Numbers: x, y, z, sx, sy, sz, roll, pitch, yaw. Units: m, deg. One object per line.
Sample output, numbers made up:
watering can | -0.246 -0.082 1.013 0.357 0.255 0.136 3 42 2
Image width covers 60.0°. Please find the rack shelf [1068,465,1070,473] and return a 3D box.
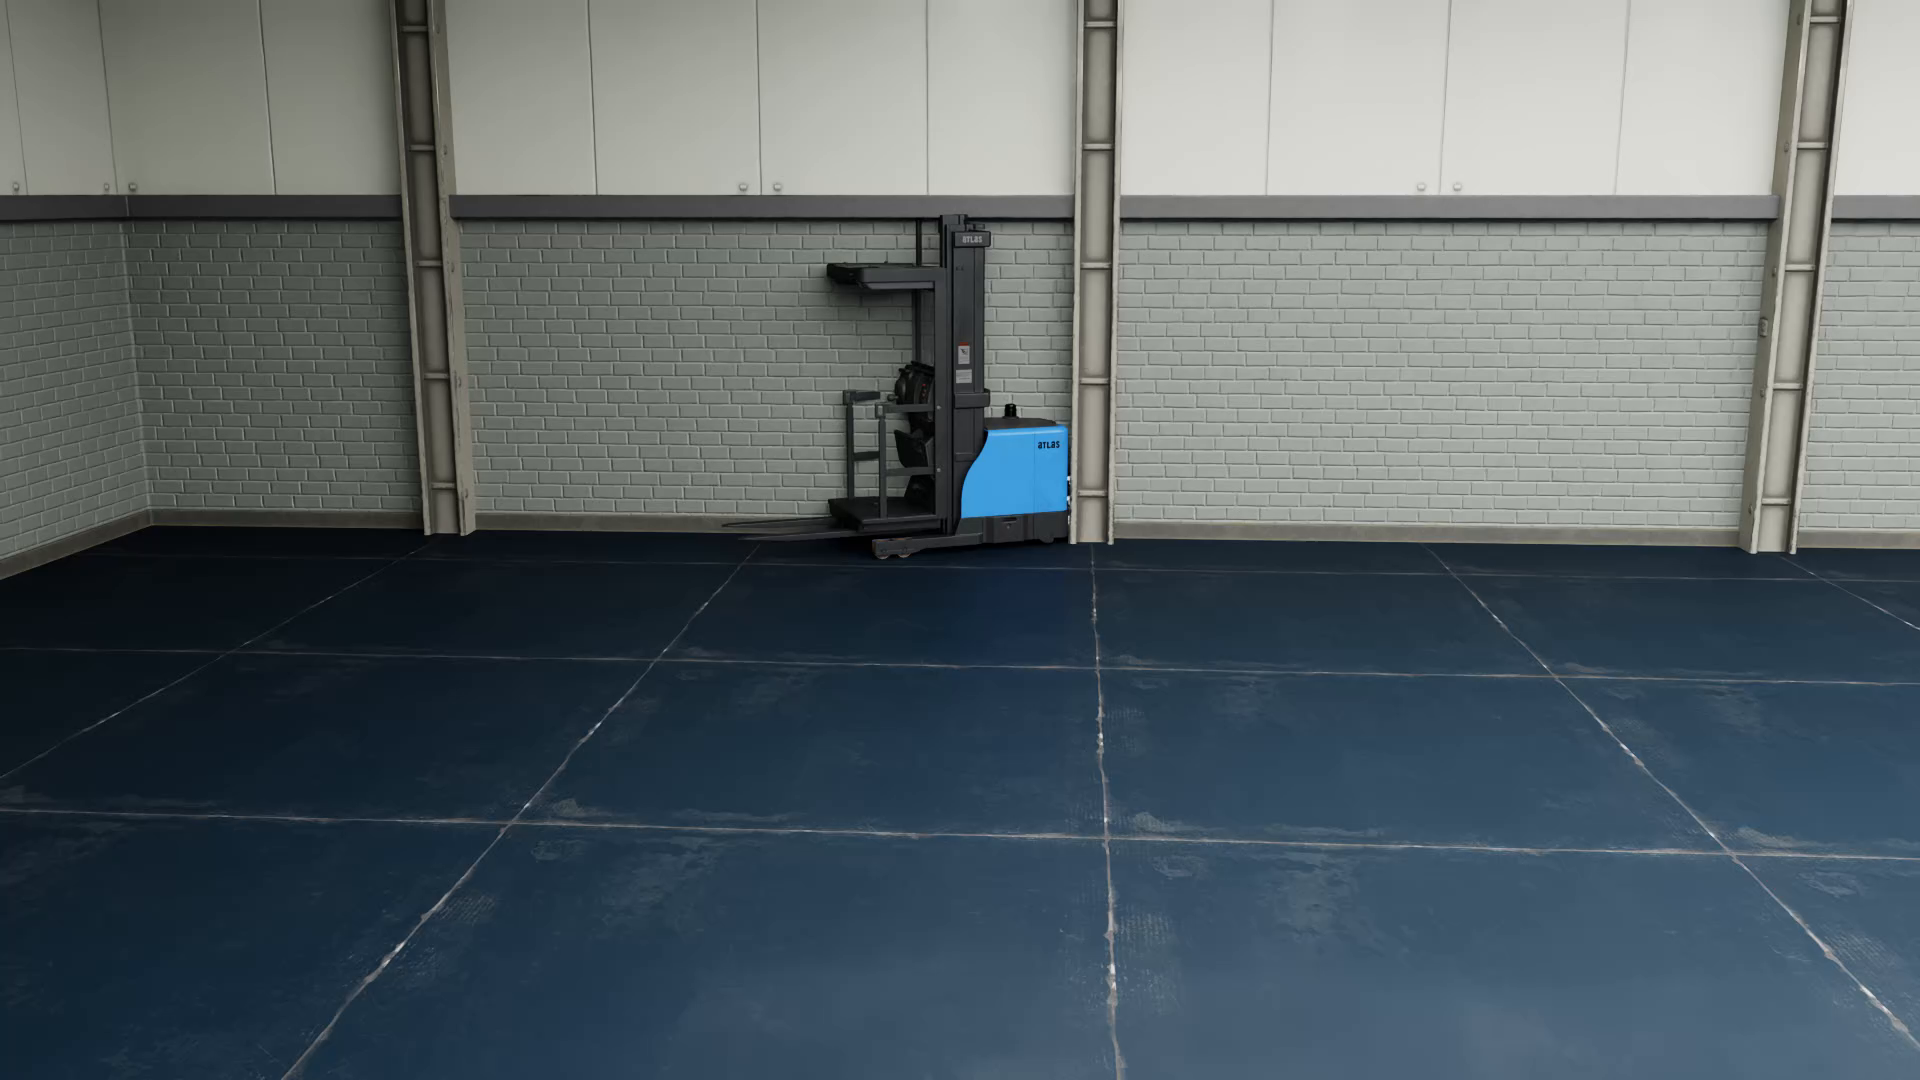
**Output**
rack shelf | 0.901 -0.643 15.123 0.200 0.077 0.258 1 7 3

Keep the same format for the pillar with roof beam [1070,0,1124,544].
pillar with roof beam | 0.916 -3.520 10.097 0.400 9.000 9.100 1 12 4

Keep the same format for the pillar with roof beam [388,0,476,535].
pillar with roof beam | -5.070 -3.602 10.490 0.400 9.000 9.100 1 12 4

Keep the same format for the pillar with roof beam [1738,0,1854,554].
pillar with roof beam | 6.903 -3.437 9.705 0.400 9.000 9.100 1 12 4

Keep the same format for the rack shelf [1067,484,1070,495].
rack shelf | 0.898 -0.465 15.144 0.200 0.077 0.258 1 7 3

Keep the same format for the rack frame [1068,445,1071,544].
rack frame | 0.999 -0.406 15.145 0.006 0.900 0.240 1 7 3

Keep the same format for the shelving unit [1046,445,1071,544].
shelving unit | 0.897 -0.408 15.151 0.210 0.900 0.258 1 7 3

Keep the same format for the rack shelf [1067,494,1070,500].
rack shelf | 0.897 -0.375 15.155 0.200 0.077 0.258 1 7 3

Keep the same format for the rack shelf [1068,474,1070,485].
rack shelf | 0.900 -0.554 15.134 0.200 0.077 0.258 1 7 3

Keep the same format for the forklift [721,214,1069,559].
forklift | -0.588 -1.391 14.741 3.031 2.935 1.130 -4 13 -20

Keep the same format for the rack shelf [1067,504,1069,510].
rack shelf | 0.896 -0.286 15.165 0.200 0.077 0.258 1 7 3
